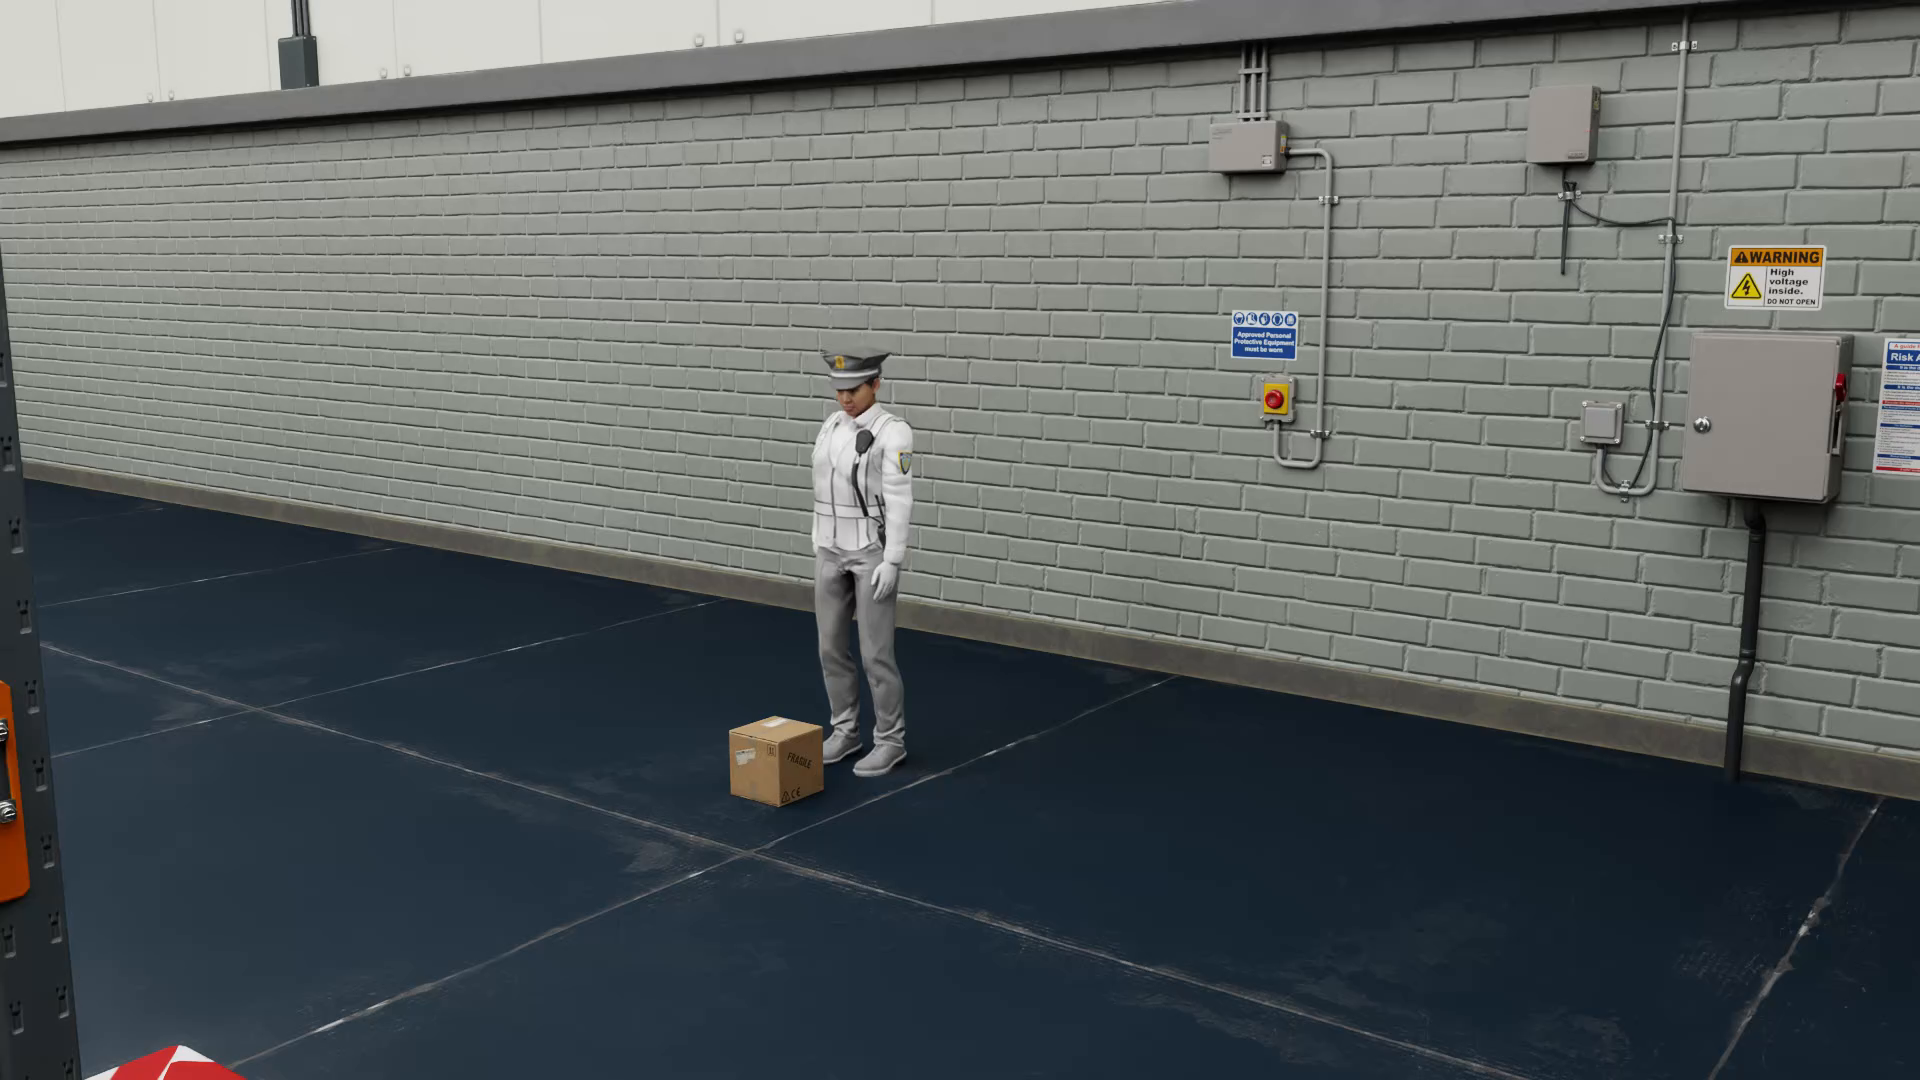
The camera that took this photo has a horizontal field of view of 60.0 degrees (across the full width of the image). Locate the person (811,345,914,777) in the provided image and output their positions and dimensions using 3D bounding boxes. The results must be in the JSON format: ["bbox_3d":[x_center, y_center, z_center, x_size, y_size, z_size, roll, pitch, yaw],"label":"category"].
[{"bbox_3d":[-0.391,0.078,6.482,0.471,1.663,0.321,8,12,37],"label":"person"}]
